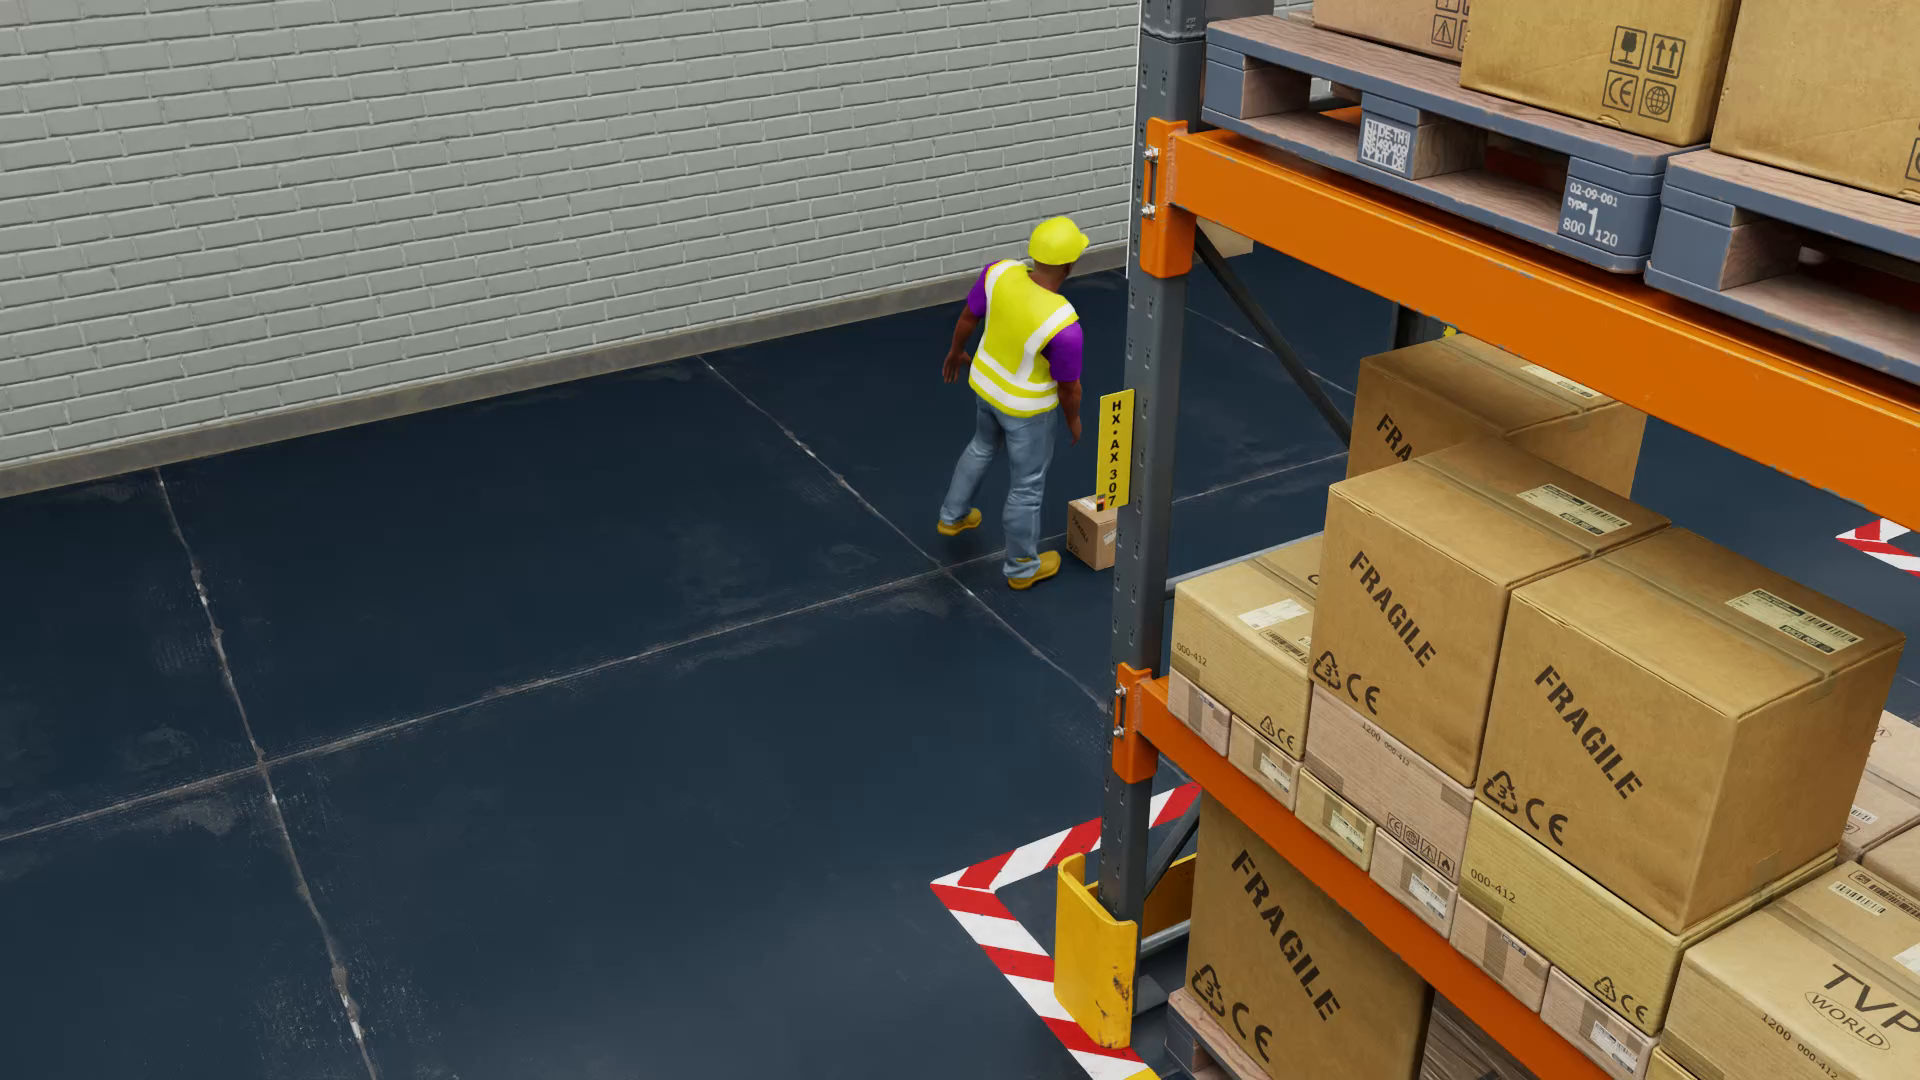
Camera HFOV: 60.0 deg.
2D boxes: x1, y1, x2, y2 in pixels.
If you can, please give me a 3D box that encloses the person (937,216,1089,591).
[{"bbox_3d":[0.251,-0.622,7.220,0.433,1.761,0.858,-19,34,-30],"label":"person"}]
